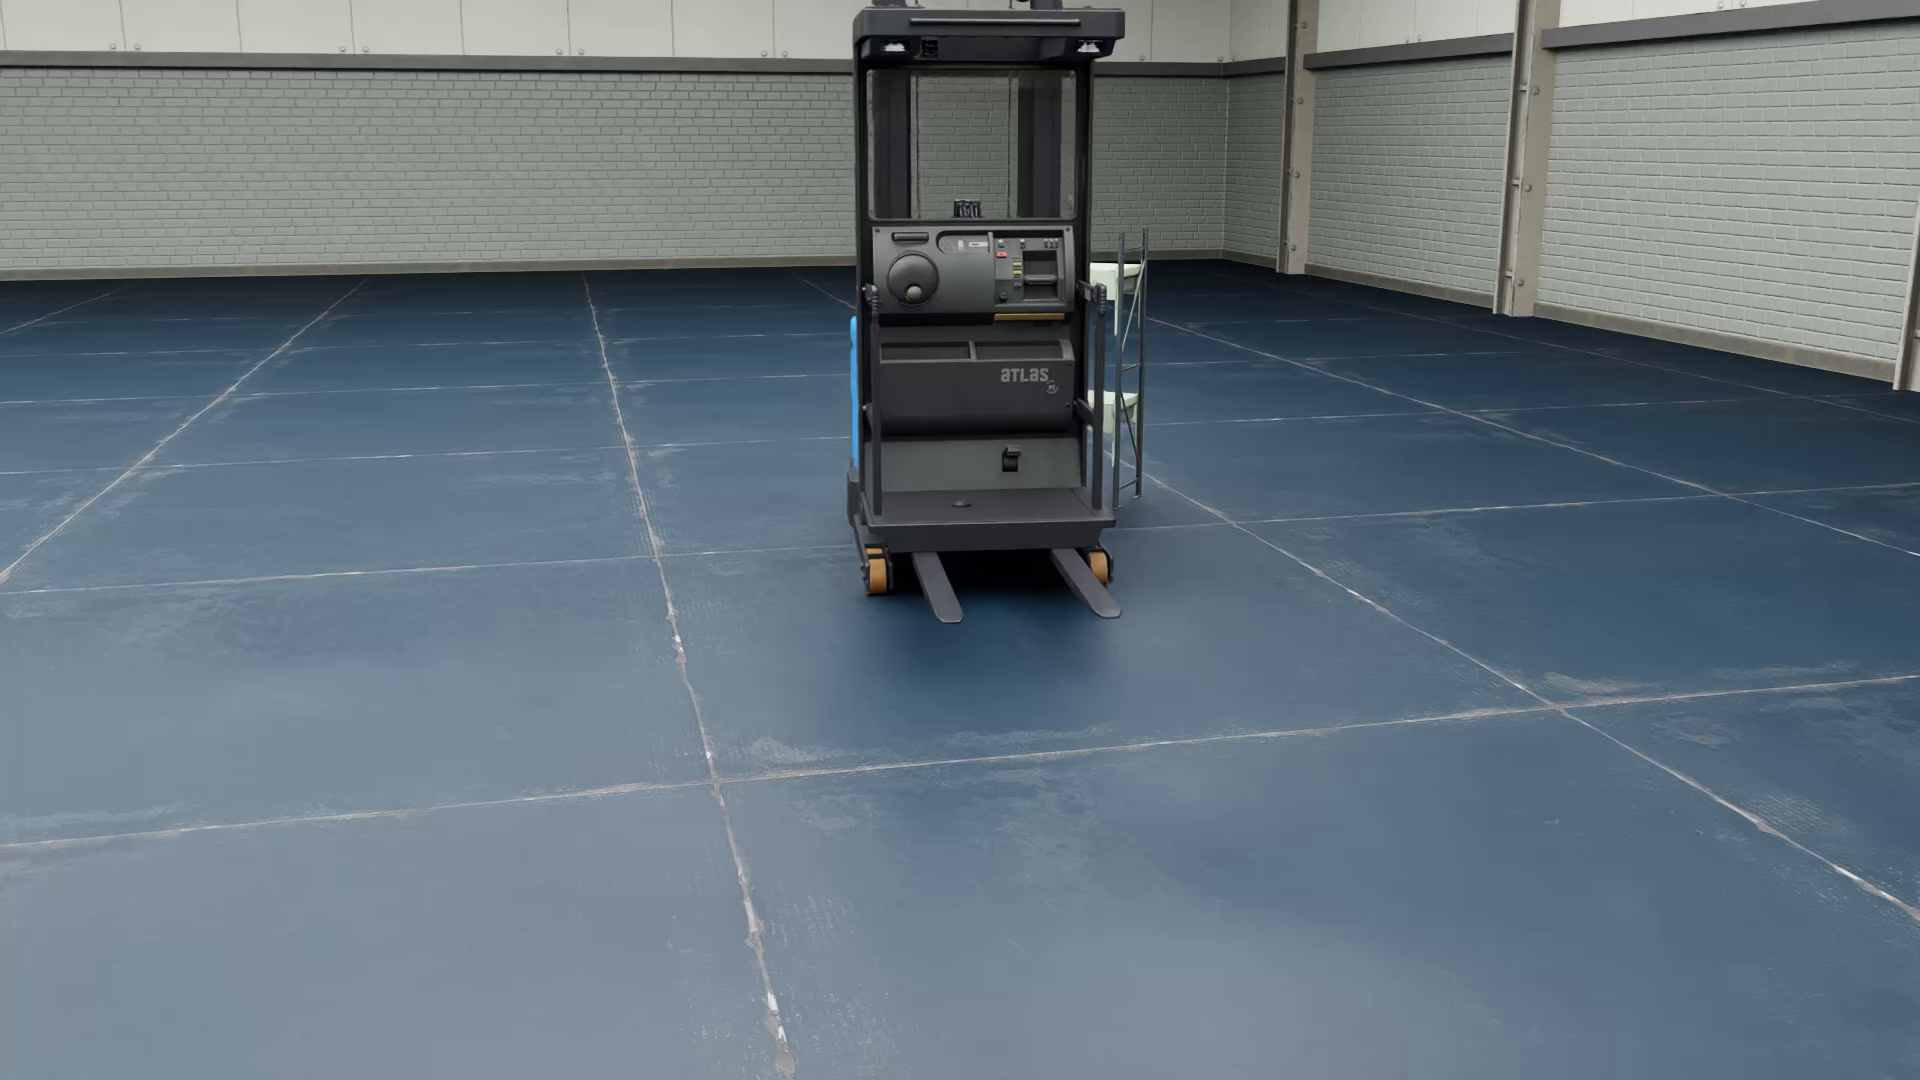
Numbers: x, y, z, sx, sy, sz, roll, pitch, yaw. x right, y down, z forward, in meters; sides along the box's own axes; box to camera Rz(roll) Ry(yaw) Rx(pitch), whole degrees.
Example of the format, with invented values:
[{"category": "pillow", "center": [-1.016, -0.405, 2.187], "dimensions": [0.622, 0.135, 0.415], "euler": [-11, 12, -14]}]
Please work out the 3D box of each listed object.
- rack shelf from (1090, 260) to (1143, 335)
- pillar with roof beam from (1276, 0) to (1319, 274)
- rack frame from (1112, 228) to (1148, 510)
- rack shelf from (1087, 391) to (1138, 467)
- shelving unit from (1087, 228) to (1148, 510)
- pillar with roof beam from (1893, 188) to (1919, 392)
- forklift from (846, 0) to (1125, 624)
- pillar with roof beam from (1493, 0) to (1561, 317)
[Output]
[{"category": "rack shelf", "center": [0.602, -1.351, 9.154], "dimensions": [0.720, 0.370, 0.431], "euler": [7, 15, 25]}, {"category": "pillar with roof beam", "center": [0.713, -8.082, 22.547], "dimensions": [9.100, 9.000, 0.400], "euler": [-3, 14, -13]}, {"category": "rack frame", "center": [0.931, -0.934, 9.091], "dimensions": [0.023, 1.500, 0.400], "euler": [7, 15, 25]}, {"category": "rack shelf", "center": [0.602, -0.656, 9.324], "dimensions": [0.720, 0.370, 0.431], "euler": [7, 15, 25]}, {"category": "shelving unit", "center": [0.602, -0.972, 9.246], "dimensions": [0.755, 1.500, 0.431], "euler": [7, 15, 25]}, {"category": "pillar with roof beam", "center": [3.531, -5.314, 11.215], "dimensions": [9.100, 9.000, 0.400], "euler": [-3, 14, -13]}, {"category": "forklift", "center": [0.091, -1.264, 7.426], "dimensions": [1.130, 2.935, 3.031], "euler": [-2, 14, -7]}, {"category": "pillar with roof beam", "center": [2.122, -6.698, 16.881], "dimensions": [9.100, 9.000, 0.400], "euler": [-3, 14, -13]}]
